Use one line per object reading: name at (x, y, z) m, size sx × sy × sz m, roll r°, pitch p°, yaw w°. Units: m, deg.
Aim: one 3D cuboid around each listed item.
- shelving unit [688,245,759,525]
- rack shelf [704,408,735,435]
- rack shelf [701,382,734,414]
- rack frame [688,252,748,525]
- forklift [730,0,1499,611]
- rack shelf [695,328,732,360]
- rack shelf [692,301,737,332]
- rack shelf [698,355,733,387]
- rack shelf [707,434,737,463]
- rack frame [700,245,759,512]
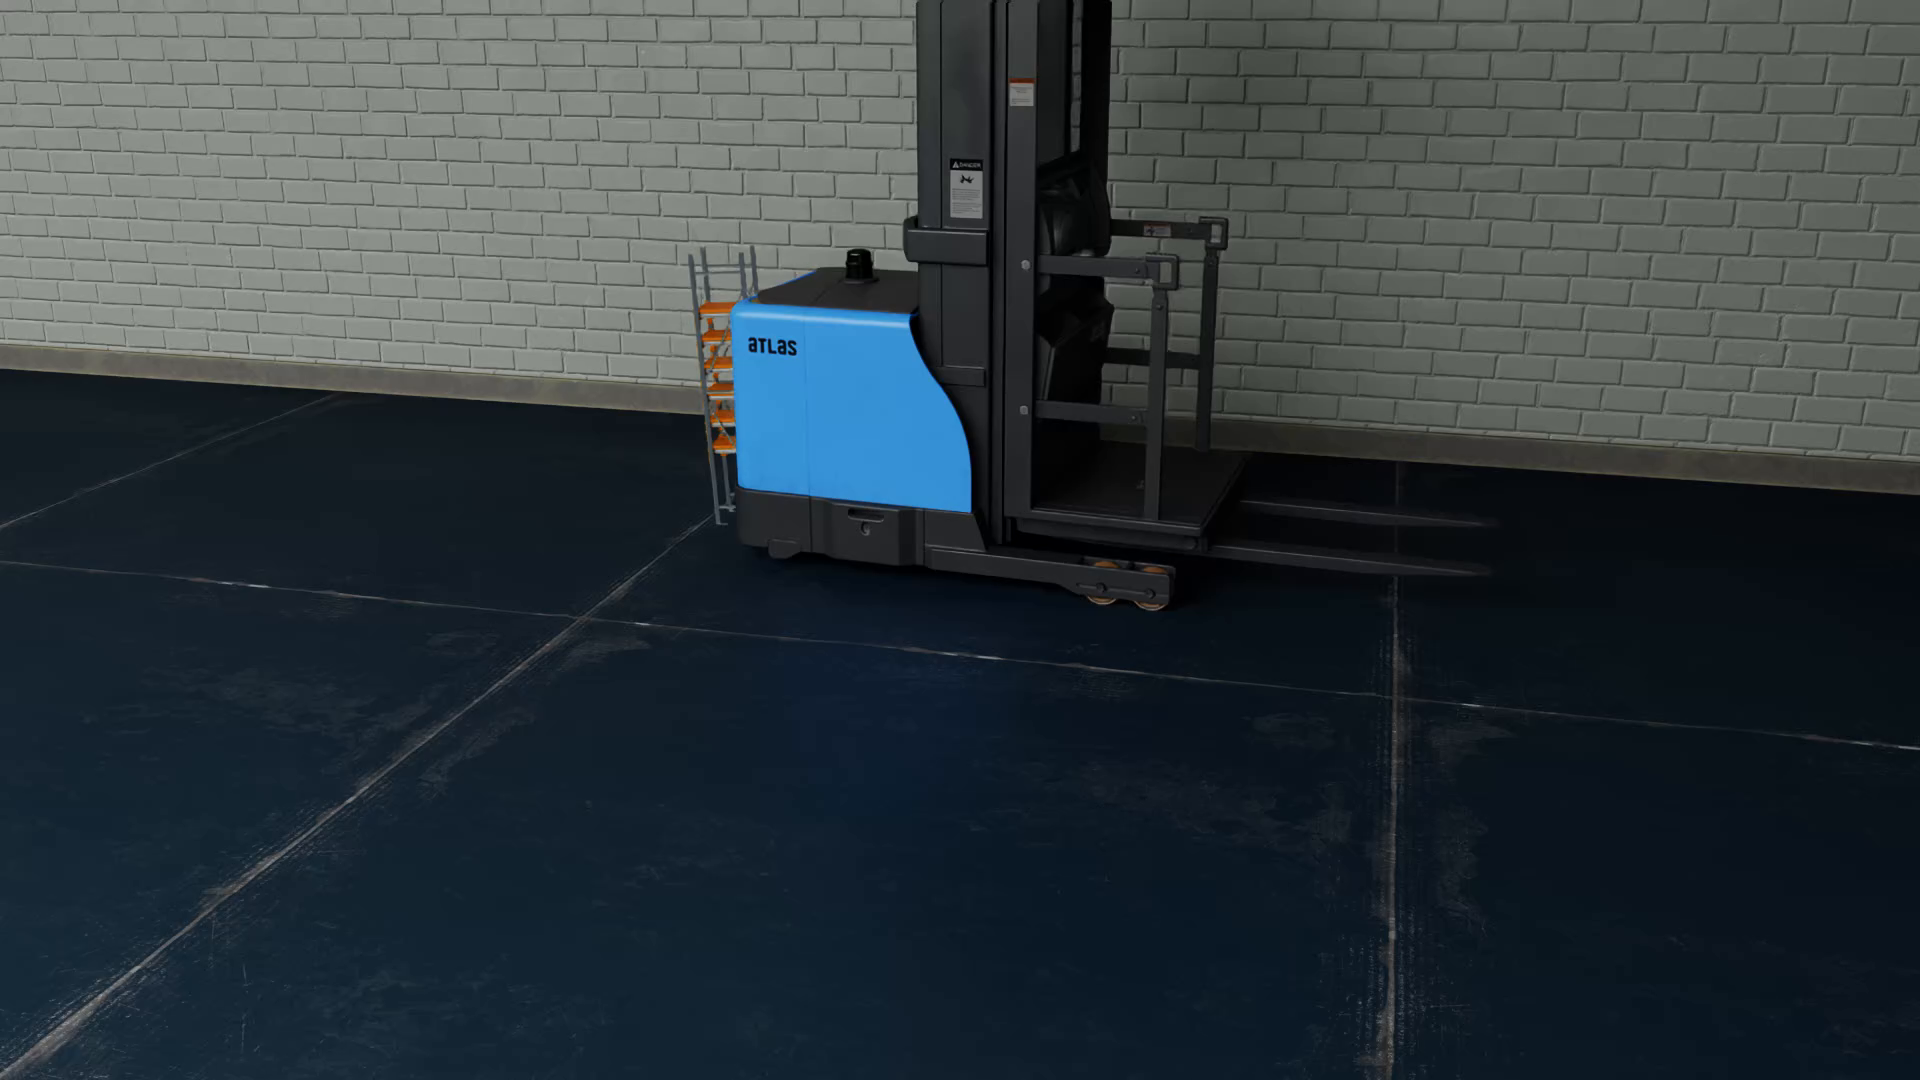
shelving unit at (-0.981, -0.666, 7.258) m, size 0.258 × 1.200 × 0.189 m, roll 0°, pitch 19°, yaw 9°
rack shelf at (-0.972, -0.510, 7.310) m, size 0.258 × 0.103 × 0.180 m, roll 0°, pitch 19°, yaw 9°
rack shelf at (-0.979, -0.624, 7.272) m, size 0.258 × 0.103 × 0.180 m, roll 0°, pitch 19°, yaw 9°
rack frame at (-0.994, -0.636, 7.172) m, size 0.240 × 1.200 × 0.006 m, roll 0°, pitch 19°, yaw 9°
forklift at (0.638, -1.308, 6.481) m, size 3.031 × 2.935 × 1.130 m, roll 6°, pitch 20°, yaw 18°
rack shelf at (-0.992, -0.851, 7.196) m, size 0.258 × 0.103 × 0.180 m, roll 0°, pitch 19°, yaw 9°
rack shelf at (-0.998, -0.965, 7.158) m, size 0.258 × 0.103 × 0.180 m, roll 0°, pitch 19°, yaw 9°
rack shelf at (-0.985, -0.737, 7.234) m, size 0.258 × 0.103 × 0.180 m, roll 0°, pitch 19°, yaw 9°
rack shelf at (-0.966, -0.396, 7.348) m, size 0.258 × 0.103 × 0.180 m, roll 0°, pitch 19°, yaw 9°
rack frame at (-0.968, -0.695, 7.344) m, size 0.240 × 1.200 × 0.006 m, roll 0°, pitch 19°, yaw 9°
